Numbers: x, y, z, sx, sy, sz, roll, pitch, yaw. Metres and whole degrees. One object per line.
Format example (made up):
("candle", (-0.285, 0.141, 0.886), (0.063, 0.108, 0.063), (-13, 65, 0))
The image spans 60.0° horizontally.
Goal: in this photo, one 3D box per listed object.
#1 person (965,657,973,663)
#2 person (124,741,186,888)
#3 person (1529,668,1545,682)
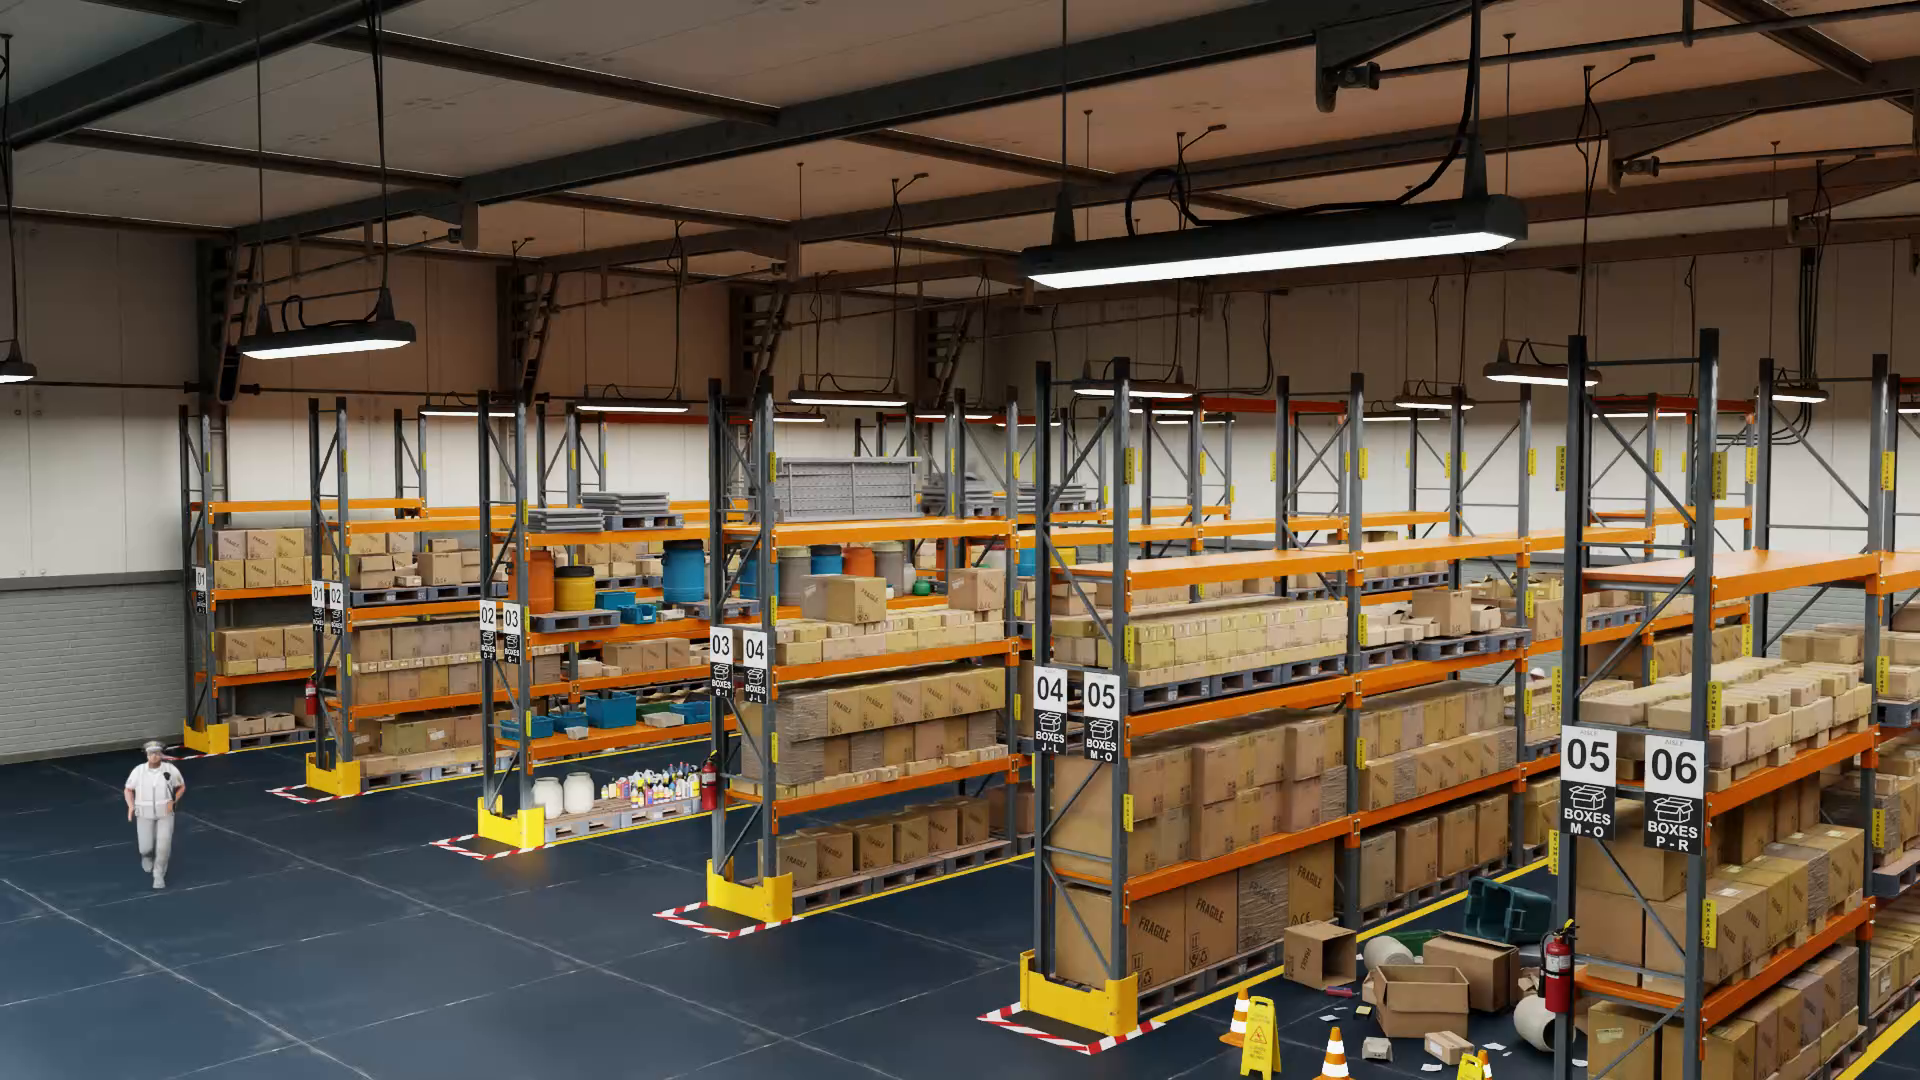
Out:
("person", (0.033, 2.357, 32.444), (0.632, 1.848, 0.734), (2, 4, 33))
("person", (-9.617, 3.260, 19.884), (0.665, 1.741, 0.603), (-1, 3, -25))
("person", (9.090, 2.907, 26.184), (0.634, 1.797, 0.713), (3, 4, 44))
